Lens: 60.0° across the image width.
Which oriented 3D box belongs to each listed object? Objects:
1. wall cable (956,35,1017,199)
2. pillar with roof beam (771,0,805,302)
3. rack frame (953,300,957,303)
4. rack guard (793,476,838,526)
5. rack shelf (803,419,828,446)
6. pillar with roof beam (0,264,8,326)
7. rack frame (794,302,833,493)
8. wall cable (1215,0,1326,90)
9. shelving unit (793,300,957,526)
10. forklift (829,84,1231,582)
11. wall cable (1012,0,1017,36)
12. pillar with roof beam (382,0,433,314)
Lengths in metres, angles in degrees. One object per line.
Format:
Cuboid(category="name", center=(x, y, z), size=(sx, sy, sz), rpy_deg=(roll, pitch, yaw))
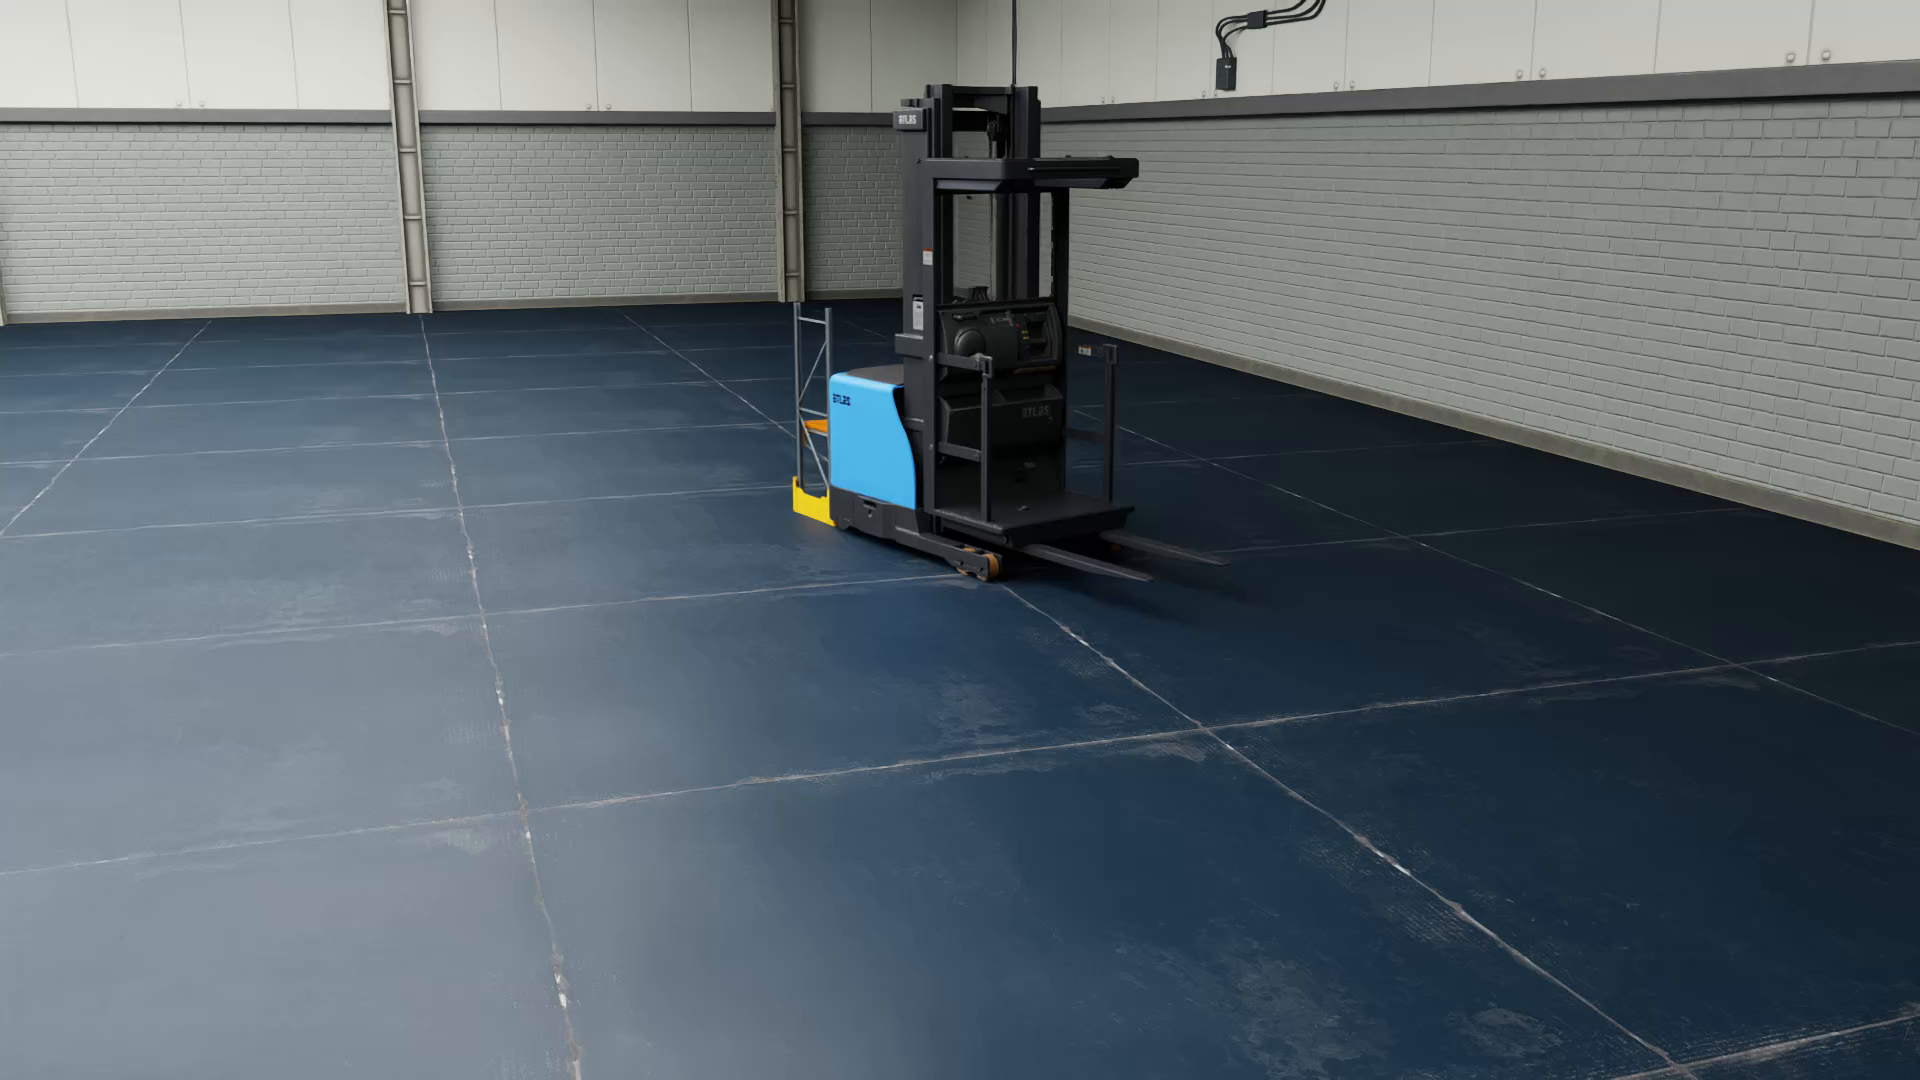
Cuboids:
Cuboid(category="wall cable", center=(0.364, -6.835, 27.142), size=(0.112, 2.526, 3.097), rpy_deg=(-4, 14, -18))
Cuboid(category="pillar with roof beam", center=(-1.477, -7.474, 23.119), size=(0.400, 9.000, 9.100), rpy_deg=(-4, 14, -18))
Cuboid(category="rack frame", center=(-0.168, -1.019, 12.186), size=(0.032, 1.500, 0.500), rpy_deg=(-9, 16, -32))
Cuboid(category="rack guard", center=(-1.015, -0.282, 11.786), size=(0.087, 0.250, 0.587), rpy_deg=(-9, 16, -32))
Cuboid(category="rack shelf", center=(-0.592, -0.779, 11.955), size=(1.000, 0.185, 0.538), rpy_deg=(-9, 16, -32))
Cuboid(category="pillar with roof beam", center=(-12.850, -6.589, 19.395), size=(0.400, 9.000, 9.100), rpy_deg=(-4, 14, -18))
Cuboid(category="rack frame", center=(-1.016, -0.889, 11.641), size=(0.032, 1.500, 0.500), rpy_deg=(-9, 16, -32))
Cuboid(category="wall cable", center=(3.377, -7.917, 17.631), size=(0.169, 6.003, 2.305), rpy_deg=(-4, 14, -18))
Cuboid(category="shelving unit", center=(-0.599, -0.953, 11.909), size=(1.083, 1.500, 0.587), rpy_deg=(-9, 16, -32))
Cuboid(category="forklift", center=(0.391, -1.307, 10.302), size=(1.130, 2.935, 3.031), rpy_deg=(-10, 17, -36))
Cuboid(category="wall cable", center=(1.227, -8.699, 24.064), size=(0.112, 2.526, 3.097), rpy_deg=(-4, 14, -18))
Cuboid(category="pillar with roof beam", center=(-7.163, -7.031, 21.257), size=(0.400, 9.000, 9.100), rpy_deg=(-4, 14, -18))
